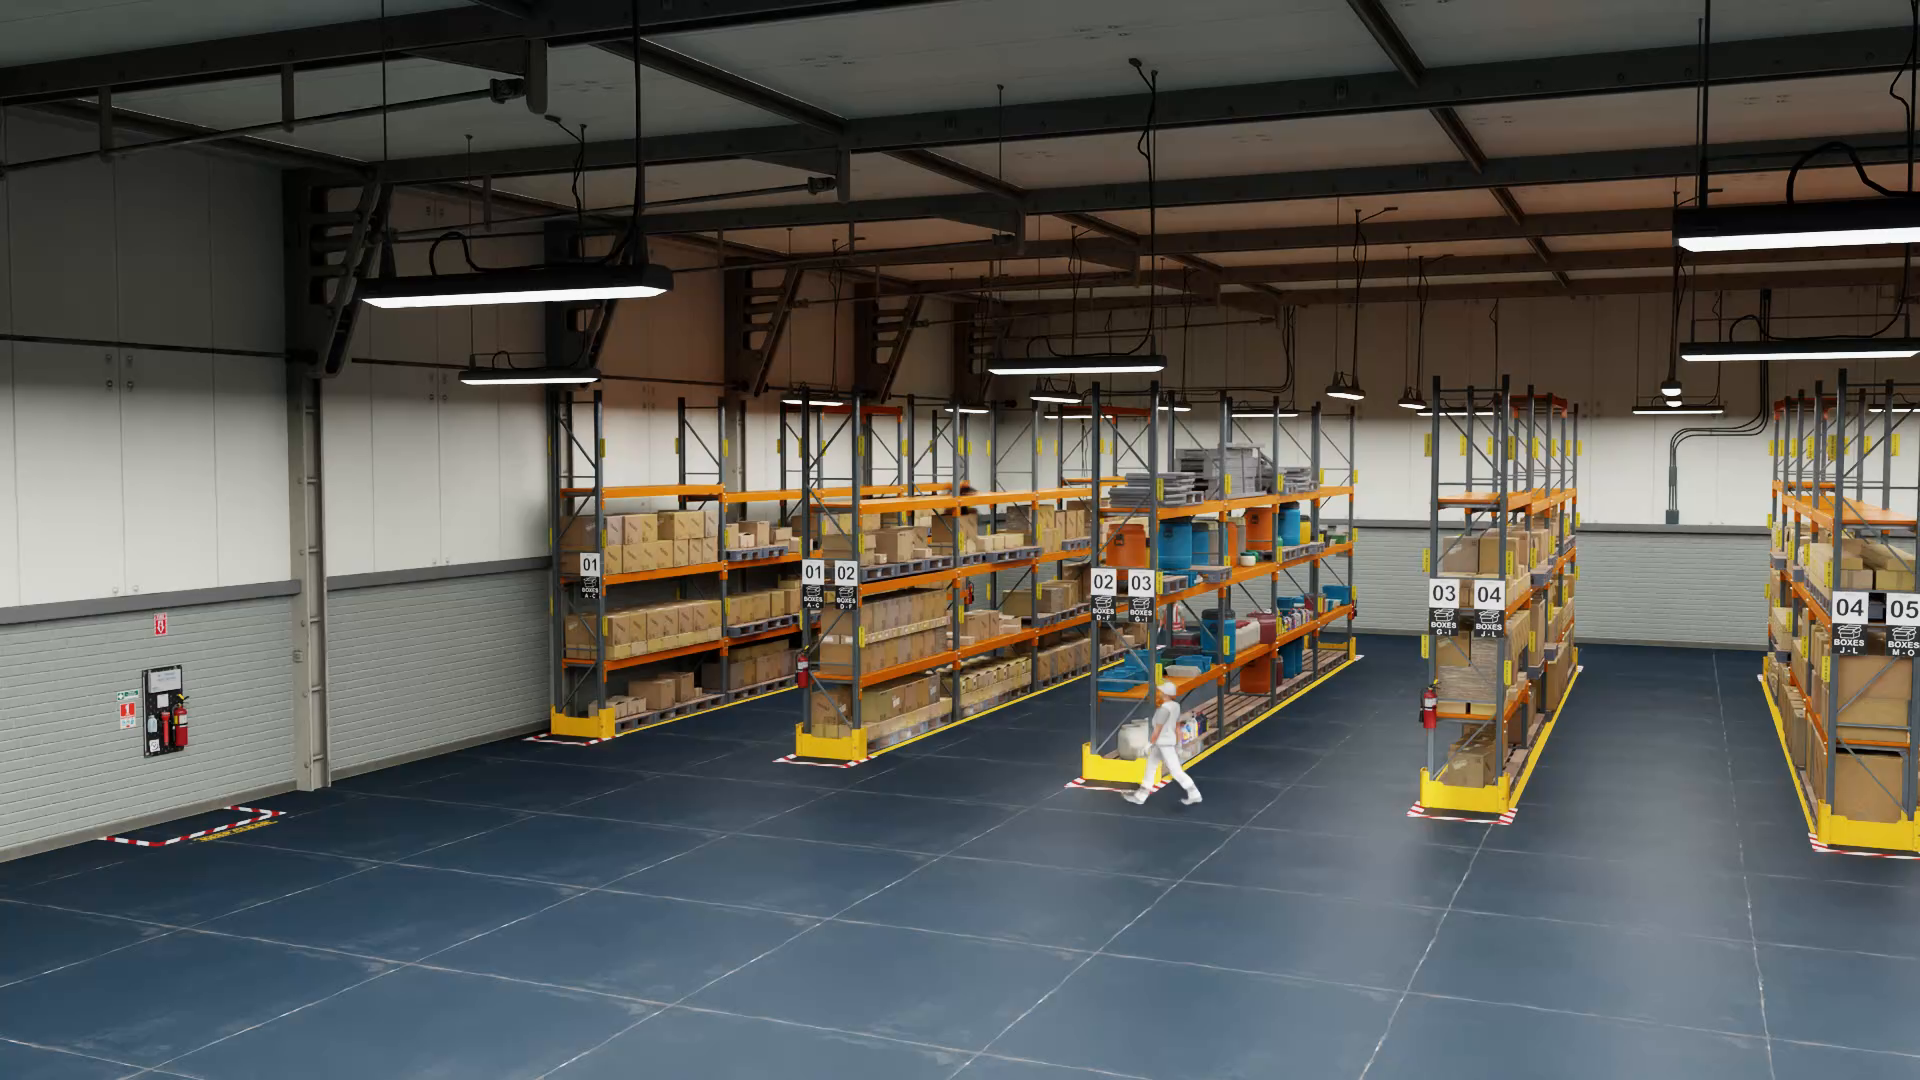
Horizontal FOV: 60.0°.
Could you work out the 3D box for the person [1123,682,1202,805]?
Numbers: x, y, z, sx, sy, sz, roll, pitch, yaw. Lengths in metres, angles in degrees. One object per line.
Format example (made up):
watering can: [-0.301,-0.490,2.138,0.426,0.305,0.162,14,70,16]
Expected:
person: [2.827,2.850,23.146,1.061,1.749,0.495,0,3,-1]

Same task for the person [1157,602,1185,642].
person: [4.715,2.040,37.241,0.576,1.733,0.979,2,4,30]
